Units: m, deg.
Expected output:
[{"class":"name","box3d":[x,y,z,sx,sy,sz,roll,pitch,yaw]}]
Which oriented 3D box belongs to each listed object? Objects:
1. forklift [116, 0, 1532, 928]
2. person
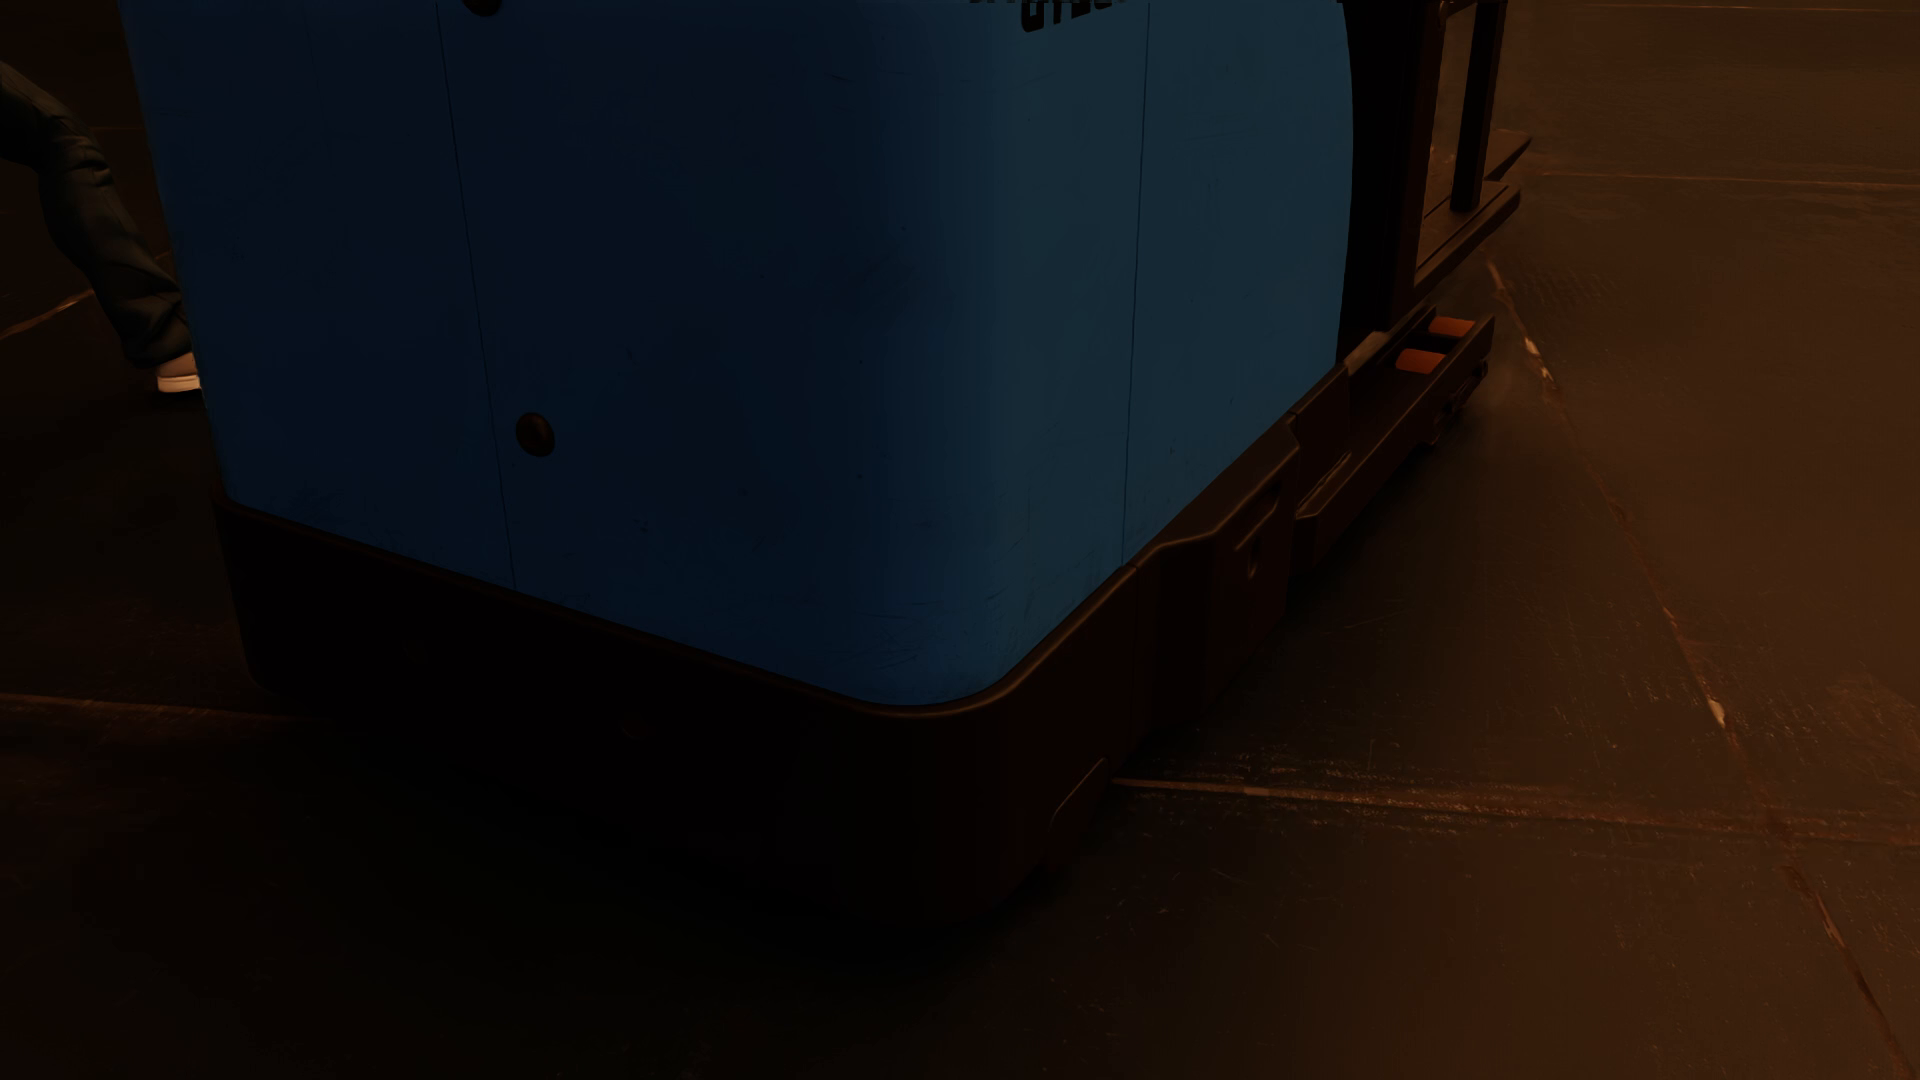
[{"class":"forklift","box3d":[0.297,-1.560,2.344,1.130,2.935,3.031,14,30,26]},{"class":"person","box3d":[-1.892,-0.949,2.890,1.088,1.350,0.610,14,30,25]}]
